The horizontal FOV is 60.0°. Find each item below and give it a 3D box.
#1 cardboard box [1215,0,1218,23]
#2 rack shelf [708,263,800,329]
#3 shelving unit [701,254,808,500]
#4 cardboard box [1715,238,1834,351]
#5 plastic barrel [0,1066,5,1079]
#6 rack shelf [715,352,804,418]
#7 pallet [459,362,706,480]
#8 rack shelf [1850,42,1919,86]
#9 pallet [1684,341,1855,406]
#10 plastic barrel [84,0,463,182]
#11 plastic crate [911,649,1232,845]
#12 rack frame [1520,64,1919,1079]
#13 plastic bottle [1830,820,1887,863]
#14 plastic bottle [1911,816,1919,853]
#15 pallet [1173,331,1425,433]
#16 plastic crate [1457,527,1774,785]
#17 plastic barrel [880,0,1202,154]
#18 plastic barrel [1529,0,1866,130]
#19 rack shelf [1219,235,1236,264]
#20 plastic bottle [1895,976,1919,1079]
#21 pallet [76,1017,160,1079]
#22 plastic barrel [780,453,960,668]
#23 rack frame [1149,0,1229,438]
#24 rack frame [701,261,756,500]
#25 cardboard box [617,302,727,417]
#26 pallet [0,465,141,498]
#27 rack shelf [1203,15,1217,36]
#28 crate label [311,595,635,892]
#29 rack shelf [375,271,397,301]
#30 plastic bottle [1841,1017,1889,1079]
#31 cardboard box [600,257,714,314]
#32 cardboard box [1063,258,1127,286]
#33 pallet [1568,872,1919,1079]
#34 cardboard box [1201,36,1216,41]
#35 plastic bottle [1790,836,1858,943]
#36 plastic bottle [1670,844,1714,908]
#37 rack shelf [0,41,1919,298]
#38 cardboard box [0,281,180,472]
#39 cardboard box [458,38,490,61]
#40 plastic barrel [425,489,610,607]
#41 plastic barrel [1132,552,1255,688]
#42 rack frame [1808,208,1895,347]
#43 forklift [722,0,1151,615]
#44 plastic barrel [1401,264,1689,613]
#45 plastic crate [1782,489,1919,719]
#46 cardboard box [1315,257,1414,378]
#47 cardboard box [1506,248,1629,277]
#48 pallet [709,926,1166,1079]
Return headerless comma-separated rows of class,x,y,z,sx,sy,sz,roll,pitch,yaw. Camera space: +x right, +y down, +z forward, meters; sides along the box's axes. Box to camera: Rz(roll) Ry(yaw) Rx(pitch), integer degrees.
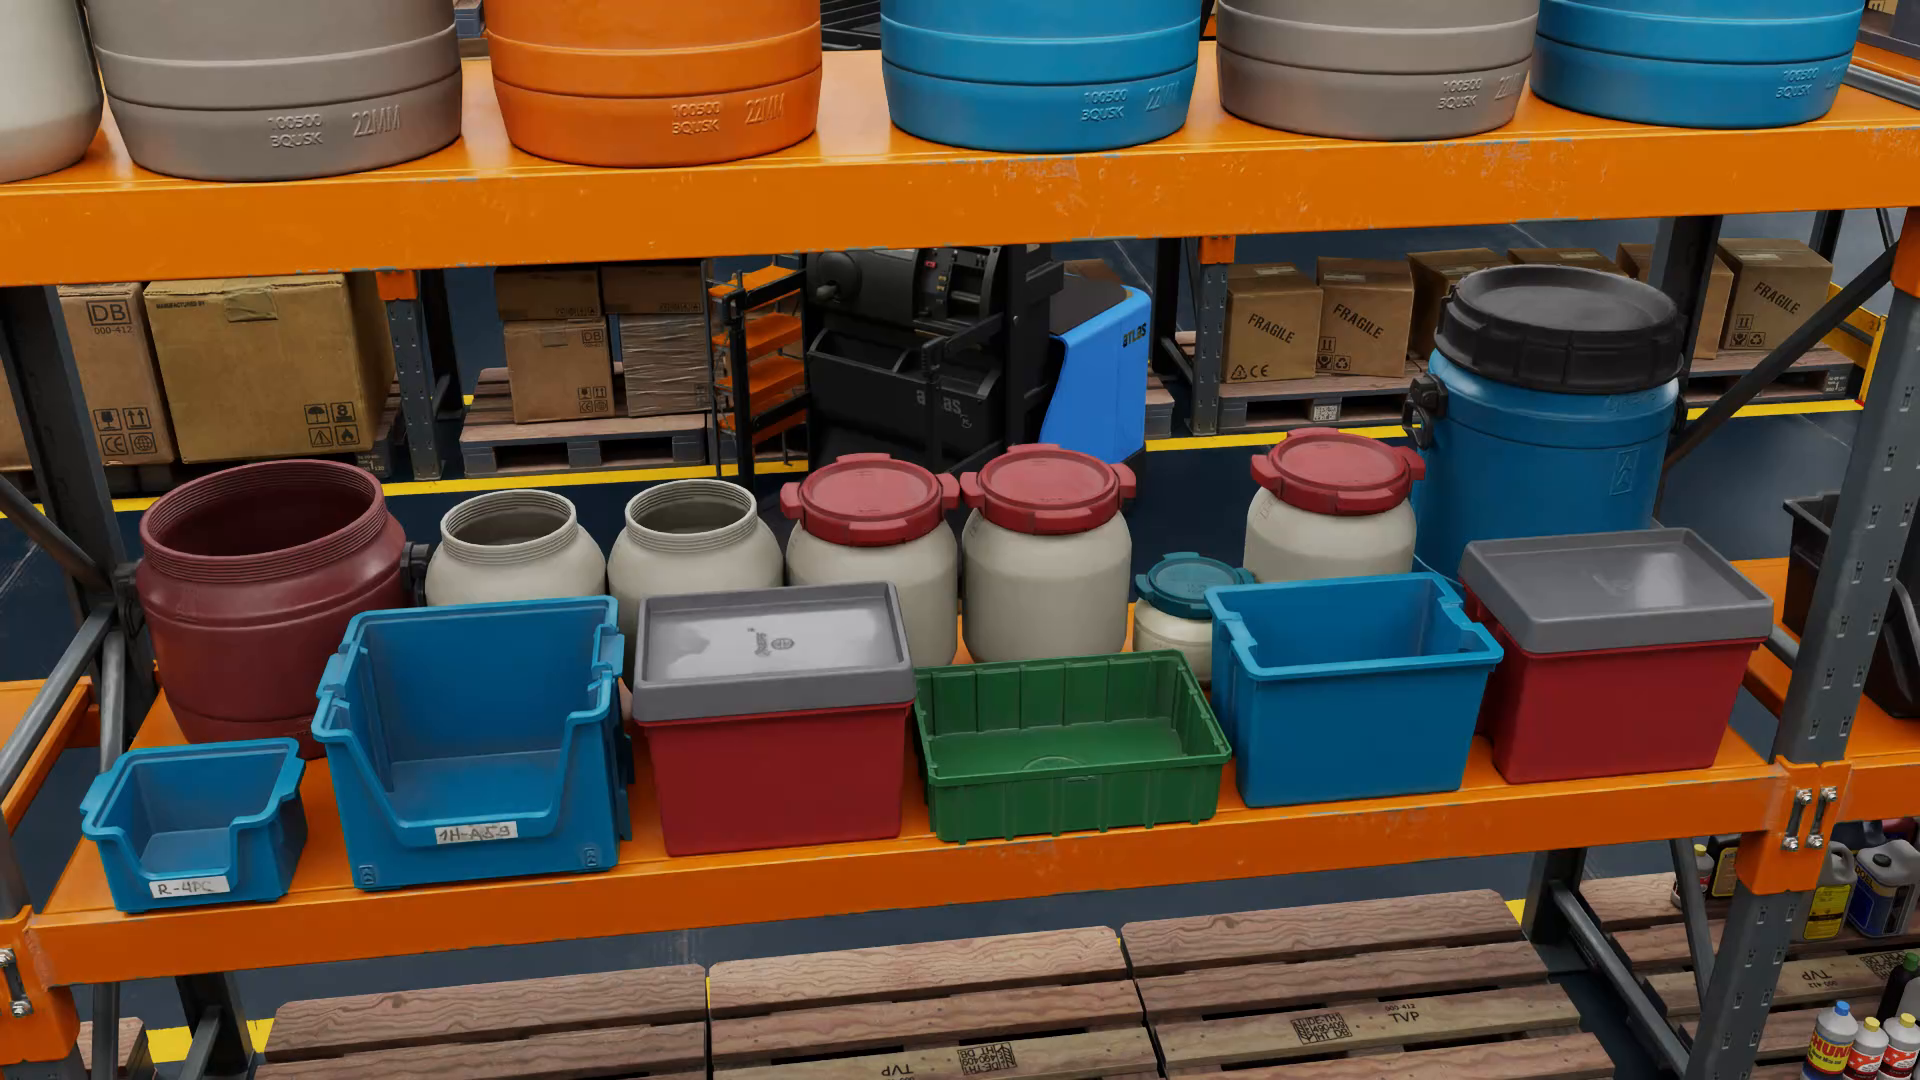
cardboard box,1.635,-2.881,8.549,0.500,0.500,0.500,-4,27,-7
rack shelf,-0.943,-1.151,7.819,0.258,0.148,0.480,18,32,31
shelving unit,-0.943,-0.802,7.998,0.258,1.200,0.503,18,32,31
cardboard box,4.568,-1.403,9.477,0.500,0.500,0.500,1,27,2
plastic barrel,-2.525,1.205,4.034,0.708,0.830,0.600,-4,27,-7
rack shelf,-0.943,-0.742,8.029,0.258,0.148,0.480,18,32,31
pallet,-1.959,-0.660,8.806,1.213,0.211,1.003,-4,27,-7
rack shelf,3.899,-1.009,3.933,4.000,0.370,1.077,-4,27,-7
pallet,4.304,-1.080,9.623,1.213,0.211,1.003,-4,27,-7
plastic barrel,-1.199,-1.125,2.821,0.600,0.901,0.600,0,27,0
plastic crate,0.233,0.465,3.789,0.662,0.188,0.450,-4,27,-7
rack frame,1.918,0.133,4.206,0.127,3.000,1.000,-4,27,-7
plastic bottle,2.706,0.932,5.067,0.185,0.351,0.144,-5,28,-10
plastic bottle,3.025,0.912,5.107,0.185,0.351,0.144,-4,27,-7
pallet,1.888,-0.924,9.320,1.213,0.211,1.003,-4,27,-7
plastic crate,1.481,0.273,3.861,0.583,0.464,0.402,-4,27,-7
plastic barrel,0.149,-1.211,2.990,0.708,0.901,0.600,-4,27,-7
plastic barrel,1.445,-1.294,3.152,0.708,0.901,0.600,-4,27,-7
rack shelf,3.209,-1.913,8.981,4.000,0.370,1.077,-4,27,-7
plastic bottle,2.611,1.294,4.444,0.135,0.276,0.152,-3,27,-5
pallet,-2.818,1.697,4.212,1.213,0.211,1.003,-4,27,-7
plastic barrel,-0.215,0.108,4.105,0.433,0.535,0.433,0,27,0
rack frame,1.228,-2.106,8.569,0.127,3.000,1.000,-4,27,-7
rack frame,-1.084,-0.711,7.821,0.240,1.200,0.015,18,32,31
cardboard box,-1.525,-1.028,8.724,0.500,0.500,0.700,-6,28,-11
pallet,-4.730,-0.519,8.530,1.213,0.211,1.003,-4,27,-7
rack shelf,2.618,-4.162,13.364,4.000,0.370,1.077,-4,27,-7
crate label,-1.021,0.431,3.586,0.616,0.435,0.502,-4,27,-7
rack shelf,-4.713,-1.405,7.990,4.000,0.370,1.077,-4,27,-7
plastic bottle,2.395,1.353,4.410,0.097,0.201,0.097,0,27,0
cardboard box,-1.550,-1.364,8.557,0.500,0.250,0.500,-1,27,-1
cardboard box,0.617,-1.161,8.982,0.500,0.500,0.700,-6,28,-11
pallet,2.589,1.350,4.889,1.213,0.211,1.003,-4,27,-7
cardboard box,2.162,-3.664,13.472,0.875,0.875,0.875,-3,27,-7
plastic bottle,2.536,1.009,4.917,0.185,0.351,0.144,-4,27,-7
plastic bottle,2.234,1.018,5.063,0.097,0.201,0.097,0,27,0
rack shelf,-0.062,-0.755,3.437,4.000,0.370,1.077,-4,27,-7
cardboard box,-4.303,-1.006,8.292,0.875,0.875,1.225,-4,27,-7
cardboard box,-2.204,-2.136,8.057,0.500,0.500,0.500,-7,28,-13
plastic barrel,-1.054,0.175,4.000,0.421,0.512,0.421,0,27,0
plastic barrel,0.586,0.209,4.208,0.301,0.262,0.301,0,27,0
rack frame,5.189,-2.361,9.065,0.127,3.000,1.000,-4,27,-7
forklift,-0.358,-1.068,6.621,1.130,2.935,3.031,18,32,30
plastic barrel,1.493,-0.203,4.310,0.708,0.901,0.600,-4,27,-7
plastic crate,2.454,0.185,4.173,0.504,0.338,0.767,-4,27,-7
cardboard box,2.196,-1.228,9.136,0.500,0.500,0.500,5,28,9
cardboard box,3.359,-1.319,9.312,0.500,0.500,0.500,-1,27,-2
pallet,-0.065,1.520,4.556,1.213,0.211,1.003,-4,27,-7
